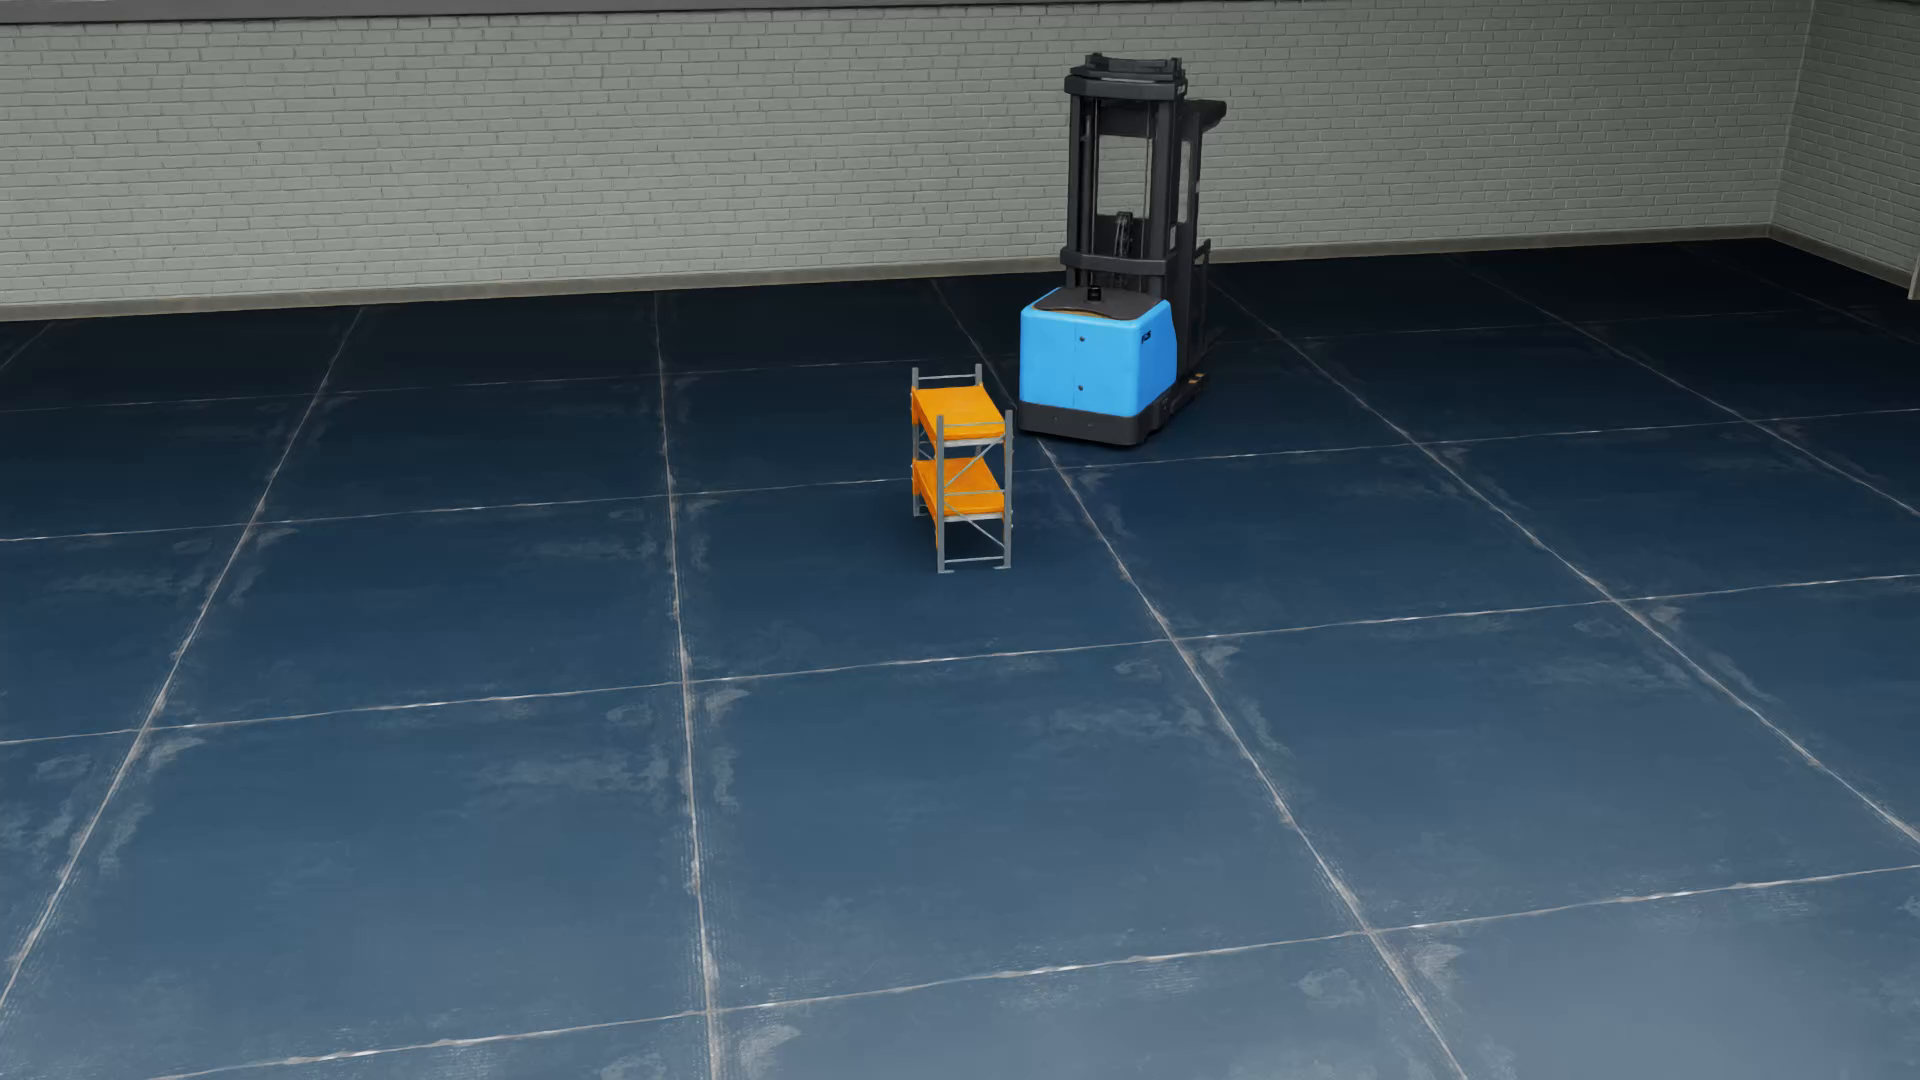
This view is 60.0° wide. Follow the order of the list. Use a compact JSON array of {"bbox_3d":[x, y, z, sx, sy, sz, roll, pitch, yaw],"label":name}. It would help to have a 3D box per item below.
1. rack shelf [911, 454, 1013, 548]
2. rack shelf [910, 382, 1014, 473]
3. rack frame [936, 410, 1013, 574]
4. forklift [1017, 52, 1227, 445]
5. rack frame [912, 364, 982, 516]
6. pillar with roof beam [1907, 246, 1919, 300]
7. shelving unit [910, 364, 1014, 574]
[{"bbox_3d":[0.001,-0.289,11.617,0.538,0.278,1.000,-4,24,-10],"label":"rack shelf"},{"bbox_3d":[0.001,-0.781,11.402,0.538,0.278,1.000,-4,24,-10],"label":"rack shelf"},{"bbox_3d":[0.095,-0.313,11.061,0.500,1.125,0.032,-4,24,-10],"label":"rack frame"},{"bbox_3d":[1.559,-2.656,14.168,1.130,2.935,3.031,11,26,23],"label":"forklift"},{"bbox_3d":[-0.093,-0.713,11.977,0.500,1.125,0.032,-4,24,-10],"label":"rack frame"},{"bbox_3d":[5.986,-6.300,14.931,9.100,9.000,0.400,-4,24,-10],"label":"pillar with roof beam"},{"bbox_3d":[0.001,-0.513,11.519,0.538,1.125,1.048,-4,24,-10],"label":"shelving unit"}]
